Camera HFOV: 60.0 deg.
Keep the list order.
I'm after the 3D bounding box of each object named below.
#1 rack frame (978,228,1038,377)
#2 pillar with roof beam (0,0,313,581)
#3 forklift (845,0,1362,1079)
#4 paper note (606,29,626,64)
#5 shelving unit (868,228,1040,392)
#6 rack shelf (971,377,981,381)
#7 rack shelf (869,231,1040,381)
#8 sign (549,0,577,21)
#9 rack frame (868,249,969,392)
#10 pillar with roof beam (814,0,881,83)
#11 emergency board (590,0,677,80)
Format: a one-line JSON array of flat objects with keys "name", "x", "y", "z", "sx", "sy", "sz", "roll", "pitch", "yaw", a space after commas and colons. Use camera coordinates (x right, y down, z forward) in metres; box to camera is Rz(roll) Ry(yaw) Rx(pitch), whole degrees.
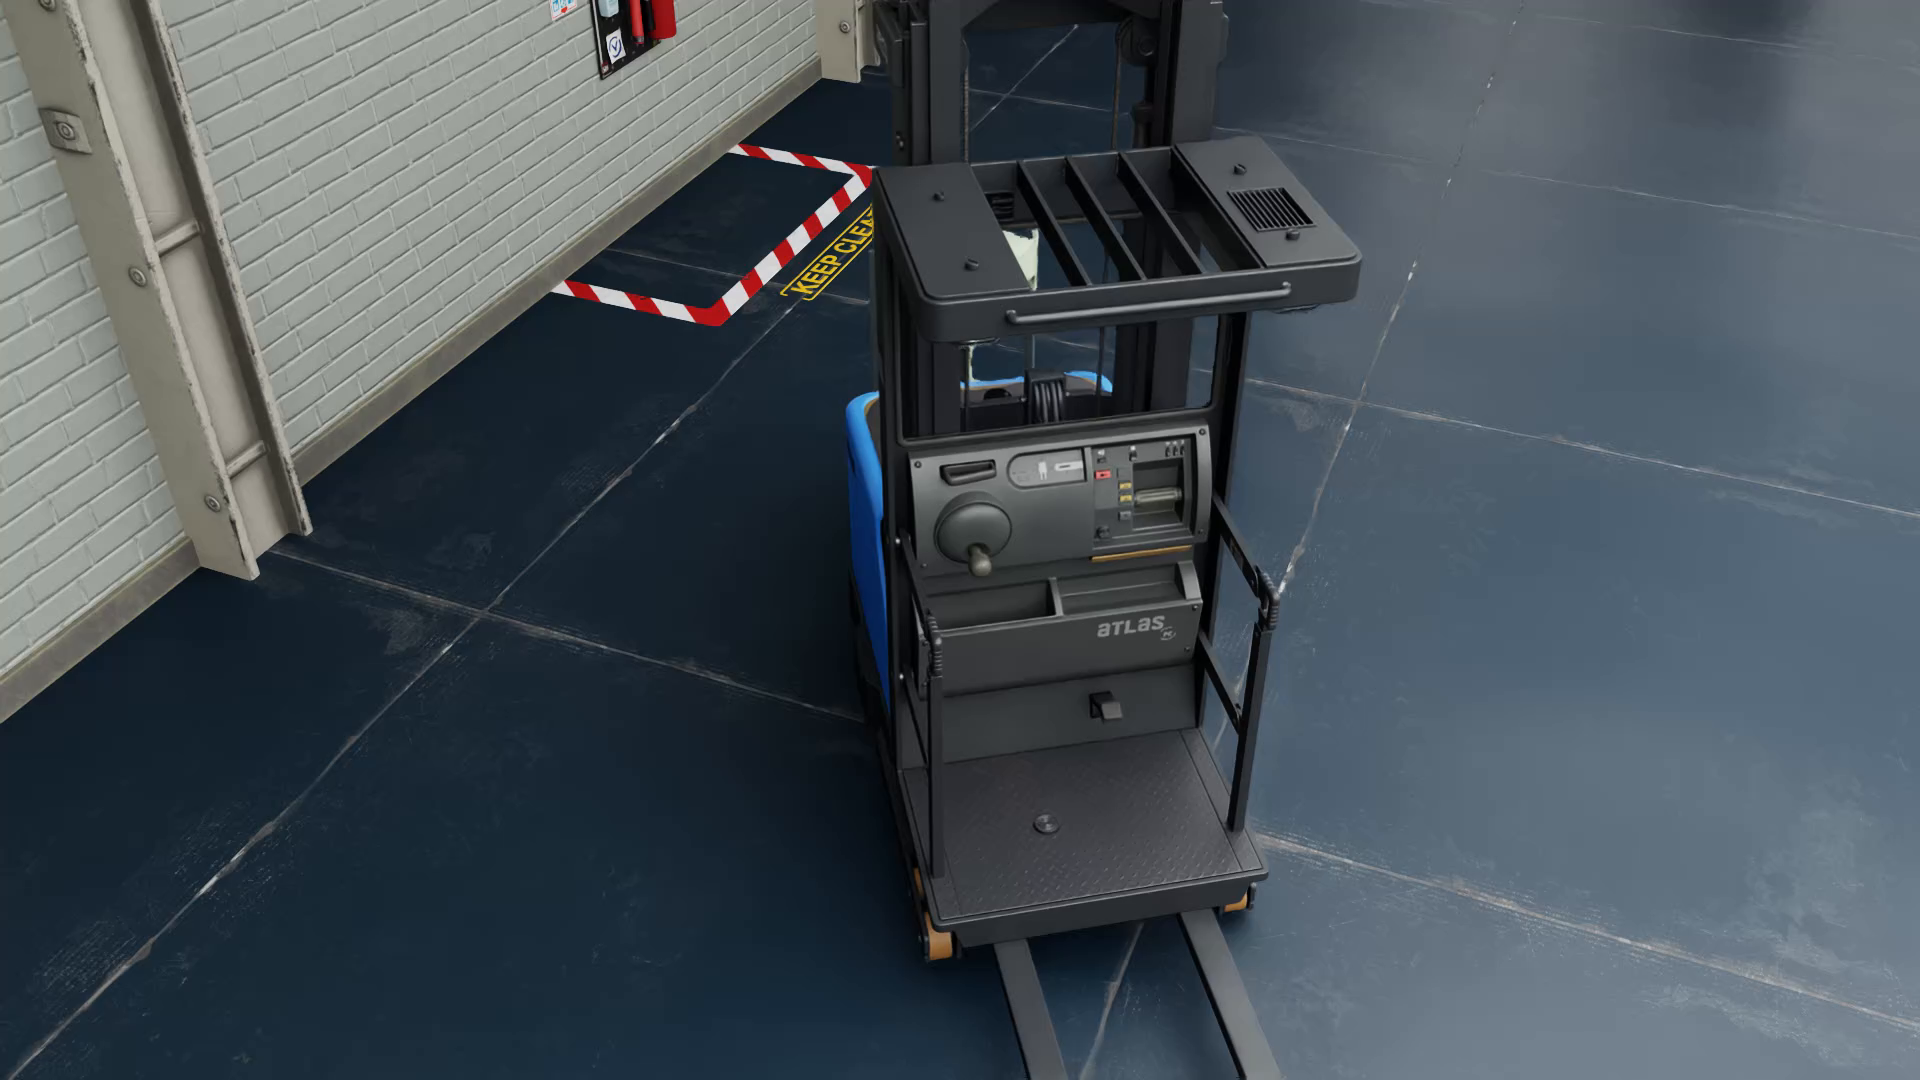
[{"name": "rack frame", "x": 0.128, "y": -0.835, "z": 7.114, "sx": 0.400, "sy": 1.500, "sz": 0.023, "roll": 14, "pitch": 39, "yaw": 18}, {"name": "pillar with roof beam", "x": 0.924, "y": -2.596, "z": 3.207, "sx": 9.100, "sy": 9.000, "sz": 0.400, "roll": 14, "pitch": 39, "yaw": 18}, {"name": "forklift", "x": 0.357, "y": -0.053, "z": 4.873, "sx": 1.130, "sy": 2.935, "sz": 3.031, "roll": -7, "pitch": 37, "yaw": -9}, {"name": "paper note", "x": -1.881, "y": -2.701, "z": 9.094, "sx": 0.016, "sy": 0.148, "sz": 0.142, "roll": 14, "pitch": 39, "yaw": 18}, {"name": "shelving unit", "x": -0.013, "y": -0.633, "z": 6.844, "sx": 0.431, "sy": 1.500, "sz": 0.755, "roll": 14, "pitch": 39, "yaw": 18}, {"name": "rack shelf", "x": -0.013, "y": -0.372, "z": 7.039, "sx": 0.431, "sy": 0.370, "sz": 0.720, "roll": 14, "pitch": 39, "yaw": 18}, {"name": "rack shelf", "x": -0.013, "y": -0.945, "z": 6.610, "sx": 0.431, "sy": 0.370, "sz": 0.720, "roll": 14, "pitch": 39, "yaw": 18}, {"name": "sign", "x": -2.056, "y": -2.868, "z": 8.552, "sx": 0.001, "sy": 0.329, "sz": 0.234, "roll": 14, "pitch": 39, "yaw": 18}, {"name": "rack frame", "x": -0.154, "y": -0.430, "z": 6.573, "sx": 0.400, "sy": 1.500, "sz": 0.023, "roll": 14, "pitch": 39, "yaw": 18}, {"name": "pillar with roof beam", "x": 3.207, "y": -5.918, "z": 7.651, "sx": 9.100, "sy": 9.000, "sz": 0.400, "roll": 14, "pitch": 39, "yaw": 18}, {"name": "emergency board", "x": -1.750, "y": -3.136, "z": 8.940, "sx": 0.194, "sy": 1.169, "sz": 0.643, "roll": 14, "pitch": 39, "yaw": 18}]
